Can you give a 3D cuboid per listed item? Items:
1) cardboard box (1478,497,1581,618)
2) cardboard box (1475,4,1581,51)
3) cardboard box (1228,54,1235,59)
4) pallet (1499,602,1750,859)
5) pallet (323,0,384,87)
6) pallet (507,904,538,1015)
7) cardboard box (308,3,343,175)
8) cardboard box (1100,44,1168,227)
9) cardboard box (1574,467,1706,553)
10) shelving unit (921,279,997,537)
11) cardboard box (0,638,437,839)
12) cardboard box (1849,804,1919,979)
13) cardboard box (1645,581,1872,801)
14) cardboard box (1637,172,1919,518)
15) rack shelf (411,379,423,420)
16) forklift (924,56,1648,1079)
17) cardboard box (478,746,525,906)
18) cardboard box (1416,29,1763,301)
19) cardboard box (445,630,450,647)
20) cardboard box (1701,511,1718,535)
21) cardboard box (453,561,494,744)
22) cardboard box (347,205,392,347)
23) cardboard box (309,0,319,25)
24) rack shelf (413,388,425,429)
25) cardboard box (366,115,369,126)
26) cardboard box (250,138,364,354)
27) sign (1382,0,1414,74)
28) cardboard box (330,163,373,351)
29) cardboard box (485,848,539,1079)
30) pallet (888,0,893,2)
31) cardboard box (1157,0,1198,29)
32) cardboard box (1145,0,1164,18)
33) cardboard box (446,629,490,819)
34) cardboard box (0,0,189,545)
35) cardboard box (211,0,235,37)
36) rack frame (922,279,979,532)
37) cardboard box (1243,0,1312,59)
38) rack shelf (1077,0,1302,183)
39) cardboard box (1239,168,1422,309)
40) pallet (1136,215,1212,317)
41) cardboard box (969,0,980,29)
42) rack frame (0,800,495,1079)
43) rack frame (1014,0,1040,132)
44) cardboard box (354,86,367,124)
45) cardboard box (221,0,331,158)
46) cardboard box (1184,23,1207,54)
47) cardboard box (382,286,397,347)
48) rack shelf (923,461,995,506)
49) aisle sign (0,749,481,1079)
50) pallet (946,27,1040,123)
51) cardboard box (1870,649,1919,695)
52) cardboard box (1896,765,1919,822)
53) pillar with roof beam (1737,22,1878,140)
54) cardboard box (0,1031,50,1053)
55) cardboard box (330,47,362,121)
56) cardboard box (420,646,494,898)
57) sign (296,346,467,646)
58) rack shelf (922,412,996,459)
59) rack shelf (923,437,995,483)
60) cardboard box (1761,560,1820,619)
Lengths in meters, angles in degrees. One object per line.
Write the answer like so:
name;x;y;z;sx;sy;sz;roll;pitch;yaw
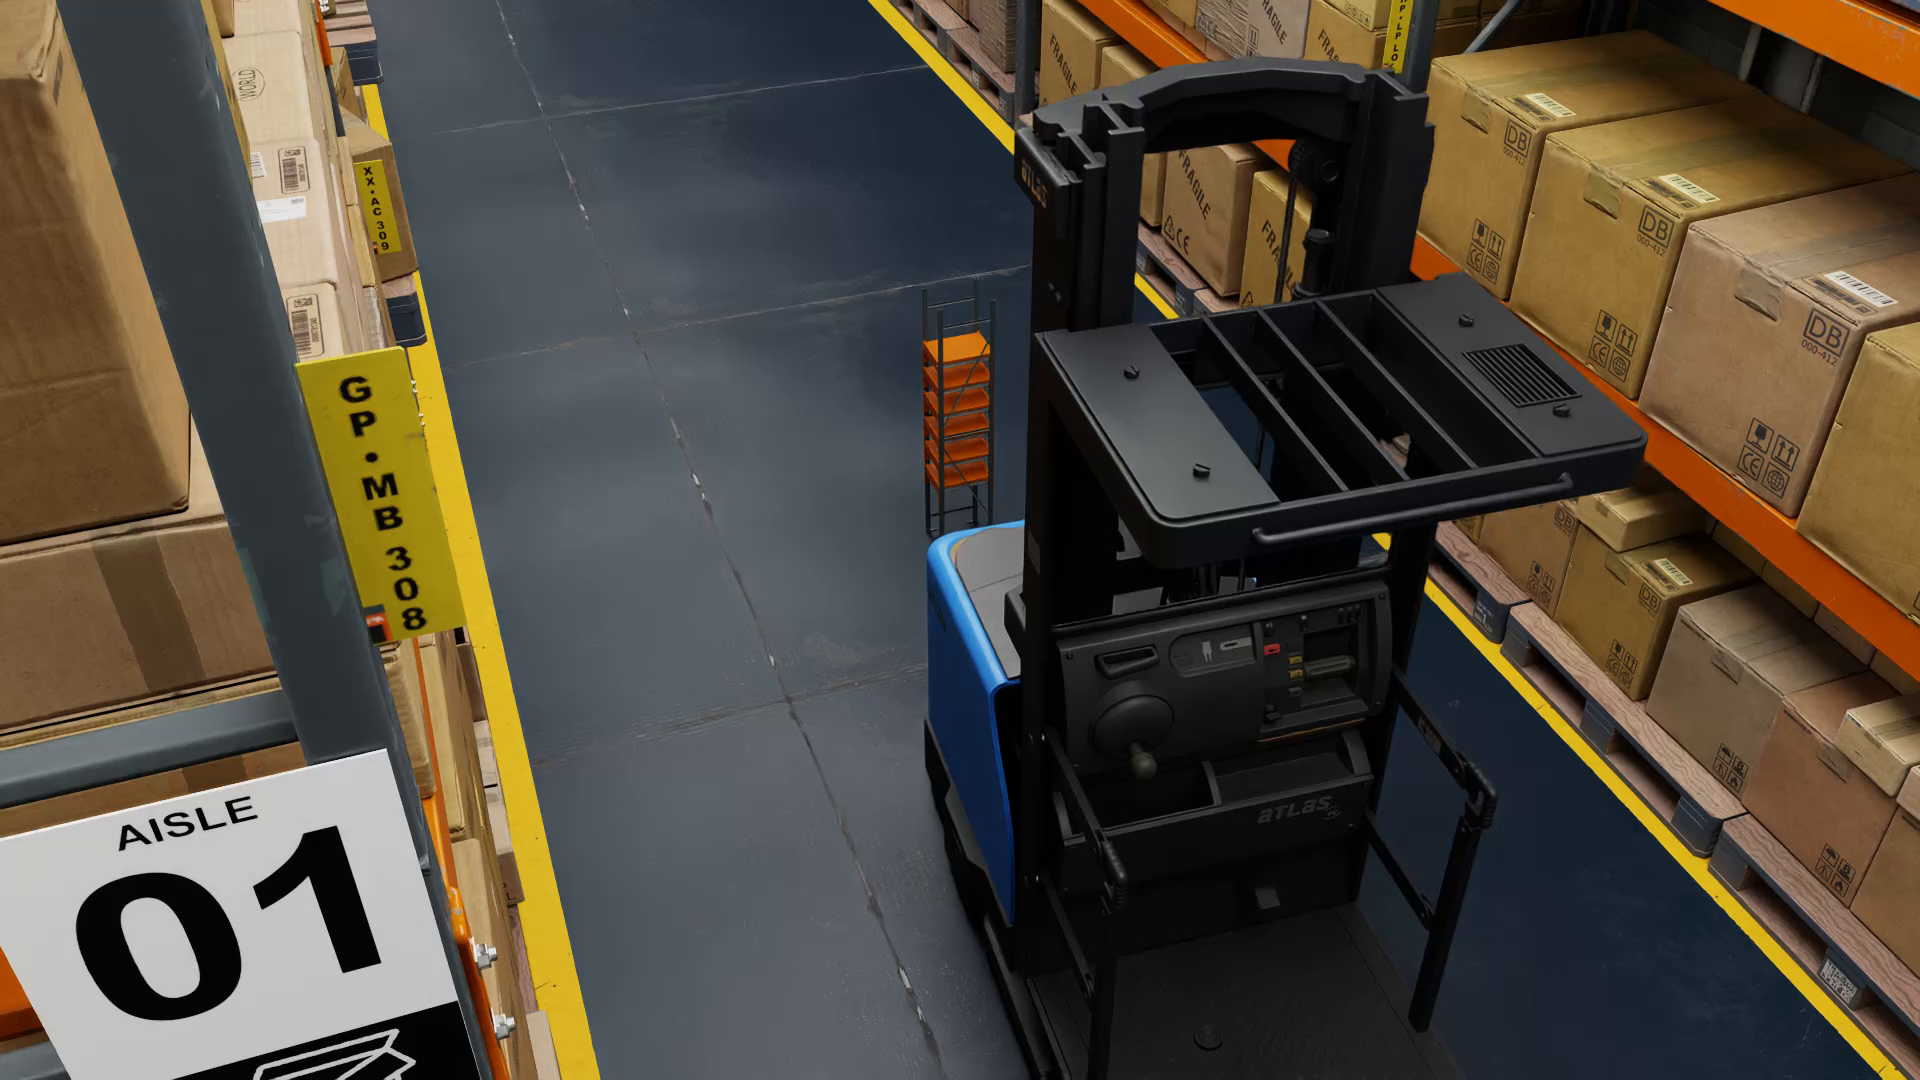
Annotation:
cardboard box;2.546;-0.103;6.622;0.700;0.500;0.500;-13;39;-16
cardboard box;2.294;-2.140;7.252;0.500;0.500;0.500;-14;39;-17
cardboard box;1.510;-2.284;7.981;0.380;0.149;0.250;-12;39;-16
pallet;2.827;0.588;6.294;1.003;0.211;1.213;-12;39;-16
pallet;-3.512;-2.449;8.167;1.213;0.211;1.003;-12;39;-16
pallet;-1.775;1.558;5.006;1.003;0.211;1.213;-12;39;-16
cardboard box;-1.675;-0.987;3.699;0.500;0.250;0.500;-12;39;-16
cardboard box;1.264;-2.292;9.237;0.750;0.750;0.750;-13;39;-16
cardboard box;2.503;-0.120;6.106;0.380;0.149;0.250;-14;39;-17
shelving unit;-0.005;-0.487;6.900;0.258;1.200;0.189;-12;39;-16
cardboard box;-0.996;0.145;2.196;0.500;0.250;0.500;-12;39;-16
cardboard box;3.257;1.054;5.086;0.700;0.500;0.500;-12;39;-16
cardboard box;2.911;0.487;5.839;0.700;0.500;0.500;-14;39;-17
cardboard box;2.892;-0.649;5.369;0.980;0.700;0.700;-14;39;-18
rack shelf;-3.123;-1.476;7.315;1.077;0.370;4.000;-12;39;-16
forklift;0.771;0.443;4.225;1.130;2.935;3.031;-10;38;-13
cardboard box;-1.714;0.951;5.363;0.500;0.311;0.500;-12;39;-16
cardboard box;2.387;-1.472;6.461;0.980;0.700;0.700;-12;39;-15
cardboard box;-1.493;0.017;3.820;0.500;0.500;0.500;-13;39;-16
cardboard box;2.874;-0.181;6.186;0.380;0.149;0.250;-12;39;-15
cardboard box;-1.972;0.452;5.869;0.500;0.500;0.500;-12;39;-16
cardboard box;-1.839;-0.552;4.576;0.500;0.500;0.500;-13;39;-17
cardboard box;-2.017;-1.553;4.450;0.500;0.250;0.500;-12;39;-16
rack shelf;-1.746;0.783;4.315;1.077;0.370;4.000;-12;39;-16
cardboard box;-3.715;-2.320;9.773;0.500;0.250;0.500;-13;39;-16
cardboard box;-1.156;-0.340;2.425;0.500;0.250;0.500;-12;39;-16
sign;1.709;-1.975;6.482;0.100;0.325;0.005;-12;39;-16
cardboard box;-1.330;-0.423;2.949;0.500;0.250;0.500;-12;39;-16
cardboard box;-1.146;0.990;3.359;0.500;0.500;0.500;-13;39;-16
pallet;-0.268;-4.628;13.218;1.003;0.211;1.213;-12;39;-16
cardboard box;1.293;-2.890;8.246;0.500;0.500;0.500;-11;38;-15
cardboard box;1.204;-2.874;8.764;0.380;0.149;0.250;-12;39;-15
cardboard box;-1.486;0.423;4.112;0.500;0.500;0.500;-12;39;-15
cardboard box;-1.250;-0.299;1.746;0.700;0.500;0.500;-12;39;-16
cardboard box;-1.700;-1.161;2.890;0.700;0.500;0.500;-12;39;-16
rack frame;-0.036;-0.539;6.968;0.240;1.200;0.006;-12;39;-16
cardboard box;1.635;-2.323;7.494;0.500;0.500;0.500;-12;39;-16
rack shelf;1.527;-2.504;8.679;1.077;0.370;4.000;-12;39;-16
cardboard box;1.870;-1.311;7.935;0.750;0.750;0.750;-12;39;-15
pallet;1.456;-1.658;9.276;1.003;0.211;1.213;-12;39;-16
cardboard box;0.474;-3.810;11.526;0.700;0.500;0.500;-13;39;-16
rack frame;-1.058;1.626;2.599;1.000;3.000;0.127;-12;39;-16
rack frame;0.839;-3.921;9.963;1.000;3.000;0.127;-12;39;-16
cardboard box;-3.715;-2.544;9.604;0.500;0.311;0.500;-11;38;-14
cardboard box;-1.502;-0.905;3.174;0.500;0.250;0.500;-12;39;-16
cardboard box;1.357;-2.581;8.375;0.380;0.149;0.250;-11;38;-15
cardboard box;-2.021;-0.445;5.264;0.500;0.500;0.500;-12;39;-15
rack shelf;-0.005;-0.260;7.071;0.258;0.103;0.180;-12;39;-16
aisle sign;-0.759;0.565;1.846;0.394;0.787;0.004;-12;39;-16
pallet;0.571;-3.249;11.388;1.003;0.211;1.213;-12;39;-16
cardboard box;3.227;0.397;5.420;0.380;0.149;0.250;-12;39;-16
cardboard box;3.042;0.760;4.937;0.380;0.149;0.250;-13;39;-16
pillar with roof beam;-0.774;-2.950;3.687;9.100;9.000;0.400;-12;39;-16
cardboard box;-1.469;0.992;2.526;0.500;0.500;0.500;-13;39;-16
cardboard box;-2.684;-1.531;6.357;0.700;0.500;0.500;-7;37;-9
cardboard box;-1.150;0.587;3.063;0.500;0.500;0.500;-12;39;-15
sign;-0.549;-0.034;1.582;0.100;0.325;0.005;-12;39;-16
rack shelf;-0.005;-0.452;6.927;0.258;0.103;0.180;-12;39;-16
rack shelf;-0.005;-0.356;6.999;0.258;0.103;0.180;-12;39;-16
cardboard box;3.050;0.108;5.803;0.380;0.149;0.250;-12;39;-15
